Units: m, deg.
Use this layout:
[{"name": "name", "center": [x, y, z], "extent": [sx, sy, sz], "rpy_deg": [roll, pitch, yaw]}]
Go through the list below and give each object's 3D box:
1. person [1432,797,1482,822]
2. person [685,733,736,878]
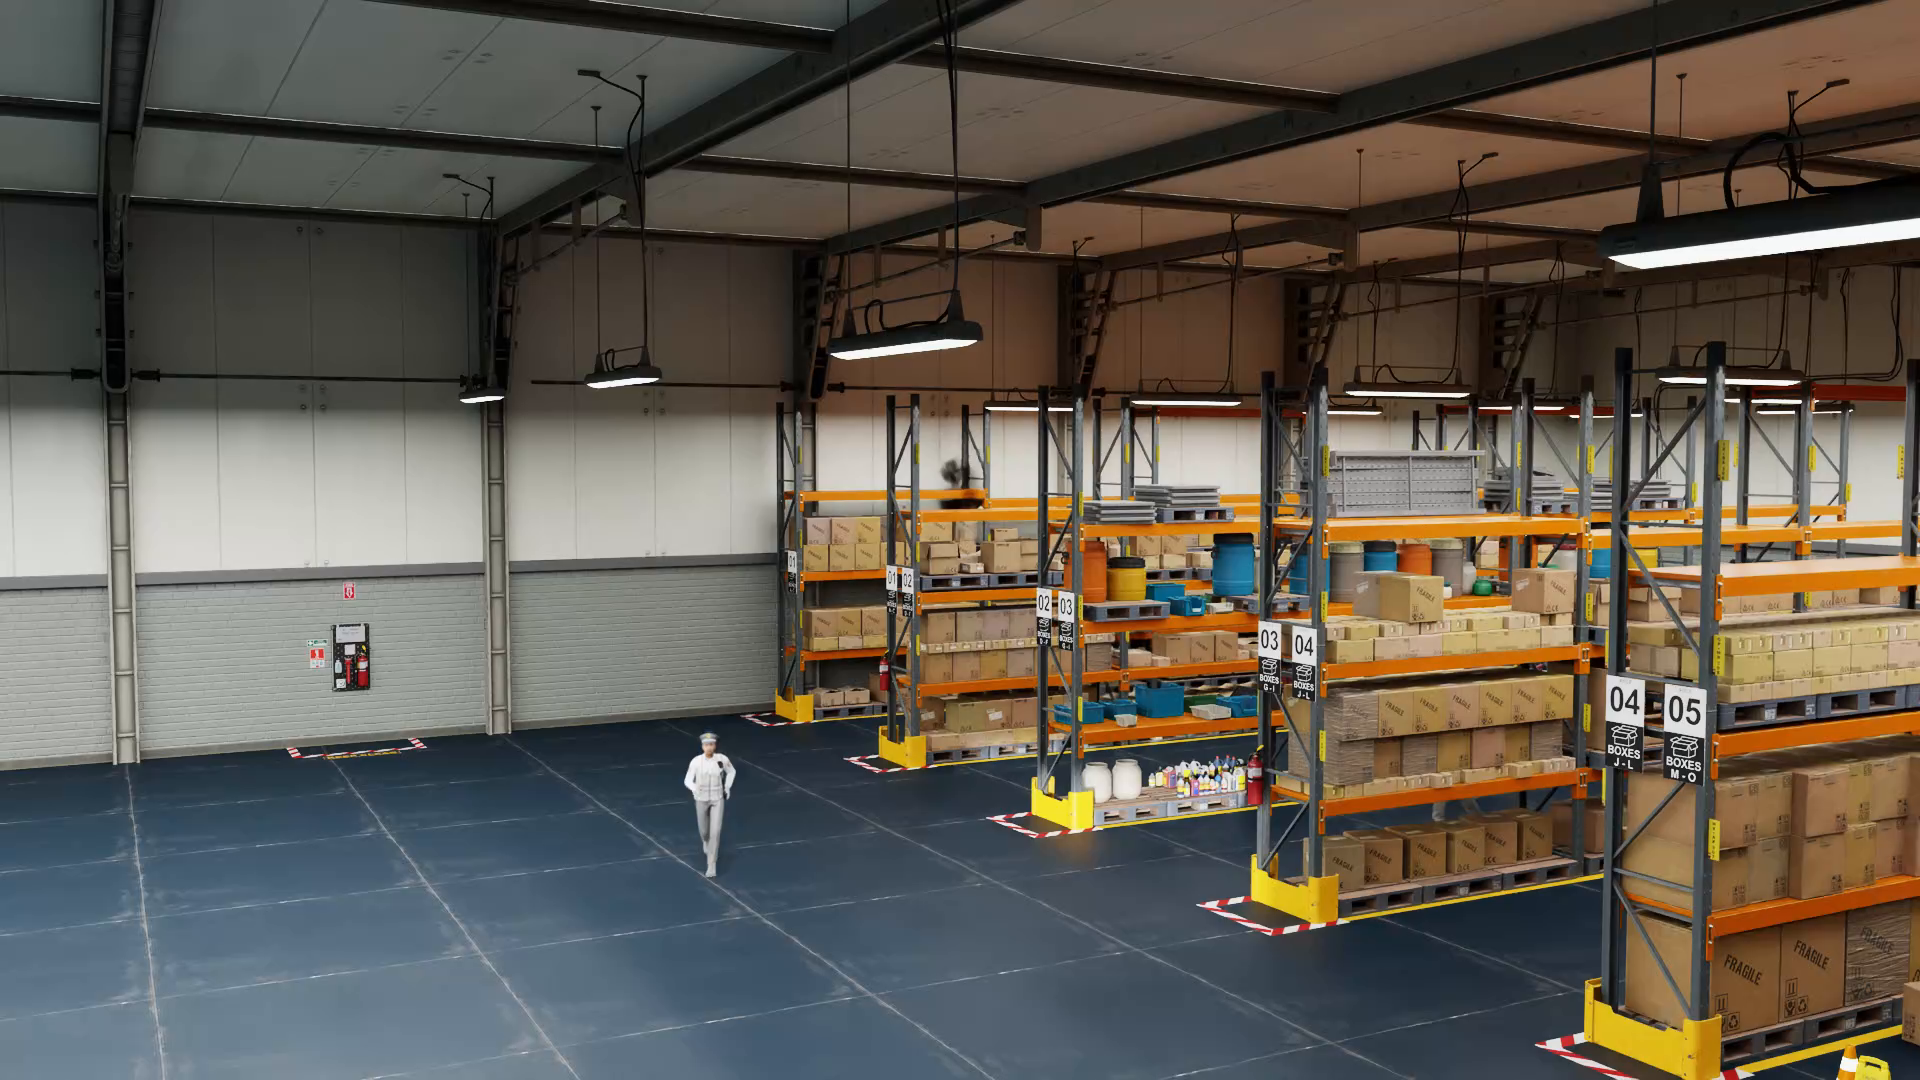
[{"name": "person", "center": [6.521, 3.011, 21.957], "extent": [0.949, 1.791, 0.652], "rpy_deg": [-2, 4, -34]}, {"name": "person", "center": [-3.044, 3.181, 20.282], "extent": [0.613, 1.700, 0.882], "rpy_deg": [0, 3, -7]}]
